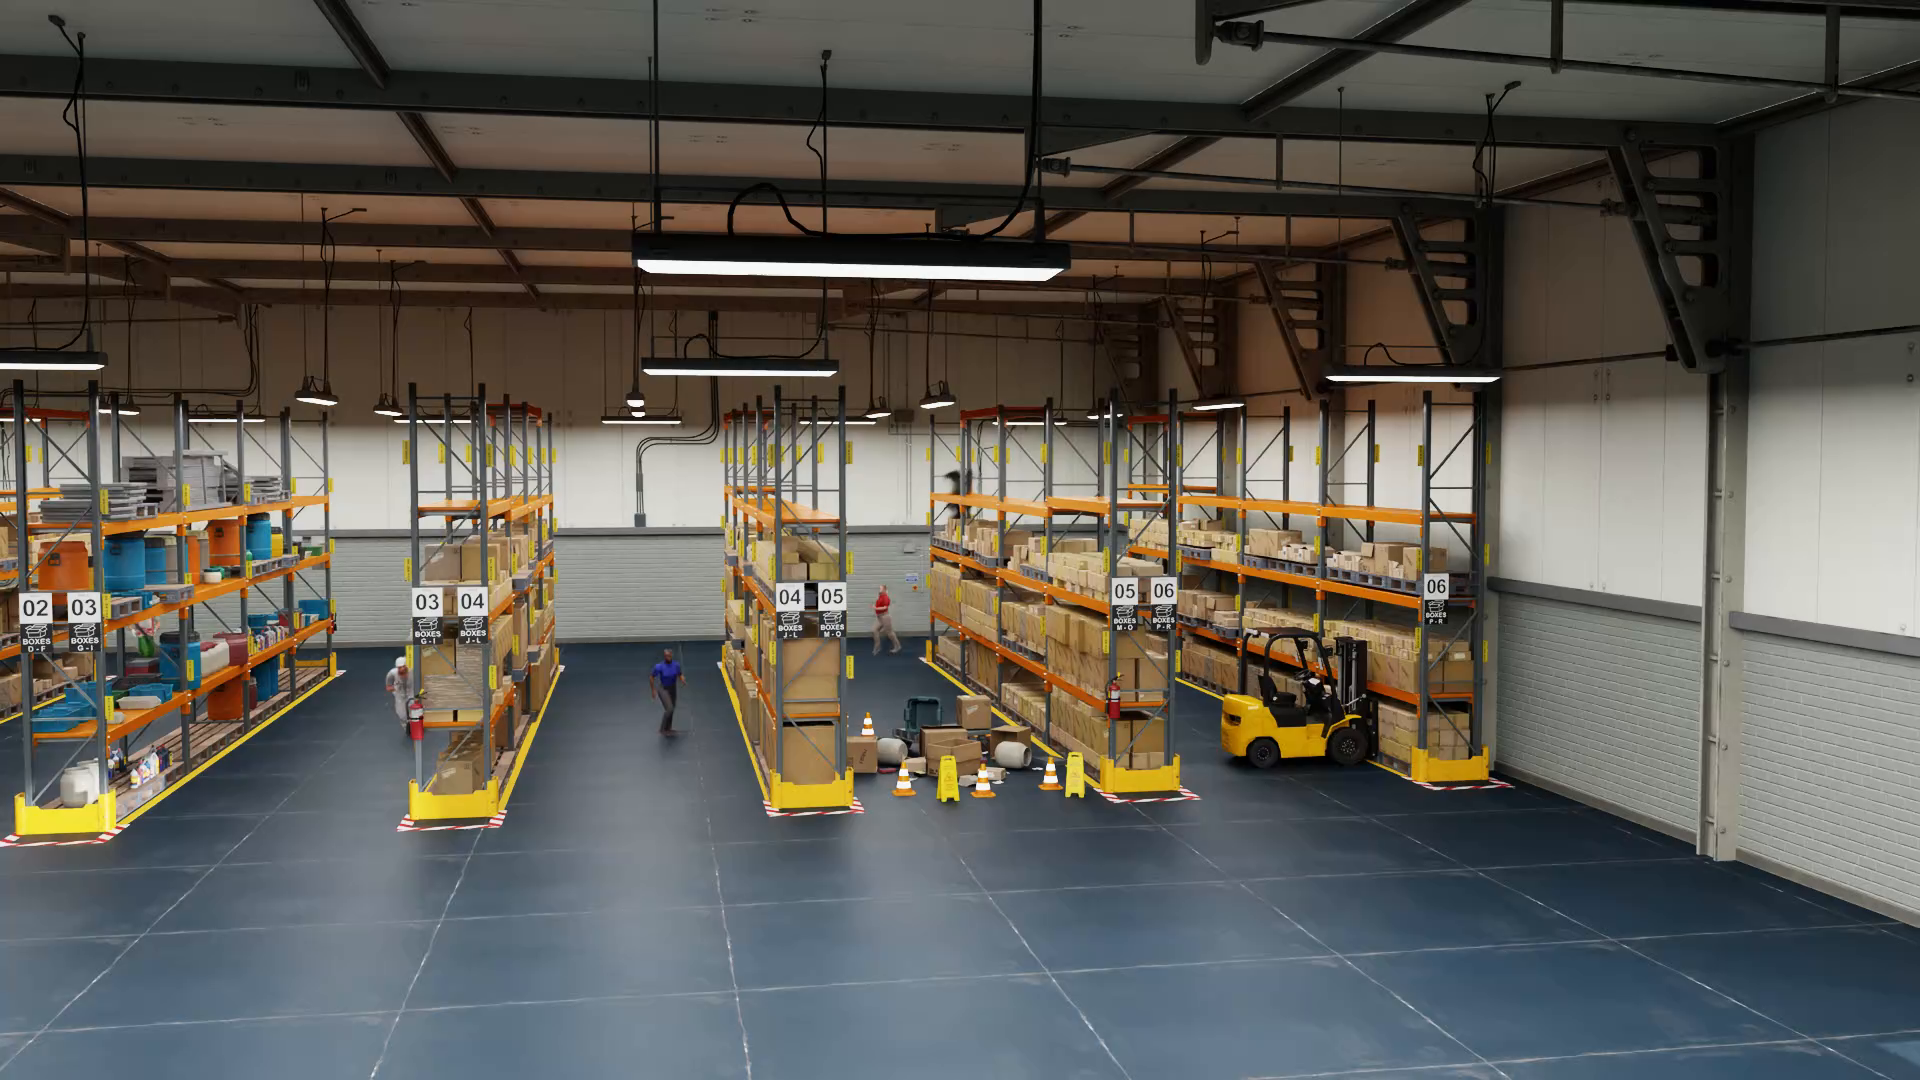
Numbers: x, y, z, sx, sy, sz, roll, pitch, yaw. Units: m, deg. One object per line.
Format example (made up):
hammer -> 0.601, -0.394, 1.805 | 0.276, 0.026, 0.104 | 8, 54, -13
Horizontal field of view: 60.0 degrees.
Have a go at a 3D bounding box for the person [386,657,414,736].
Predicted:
person -> -9.769, 2.759, 29.303 | 0.663, 1.483, 0.976 | -1, 3, -21

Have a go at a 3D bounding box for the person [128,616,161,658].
person -> -18.526, 2.201, 37.785 | 0.676, 1.771, 0.823 | -2, 3, -34

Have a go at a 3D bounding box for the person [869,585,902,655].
person -> -1.913, 2.028, 41.882 | 0.873, 1.798, 0.654 | -1, 3, -23

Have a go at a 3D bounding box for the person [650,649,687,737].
person -> -5.179, 2.735, 29.768 | 0.777, 1.622, 0.605 | 2, 4, 37
